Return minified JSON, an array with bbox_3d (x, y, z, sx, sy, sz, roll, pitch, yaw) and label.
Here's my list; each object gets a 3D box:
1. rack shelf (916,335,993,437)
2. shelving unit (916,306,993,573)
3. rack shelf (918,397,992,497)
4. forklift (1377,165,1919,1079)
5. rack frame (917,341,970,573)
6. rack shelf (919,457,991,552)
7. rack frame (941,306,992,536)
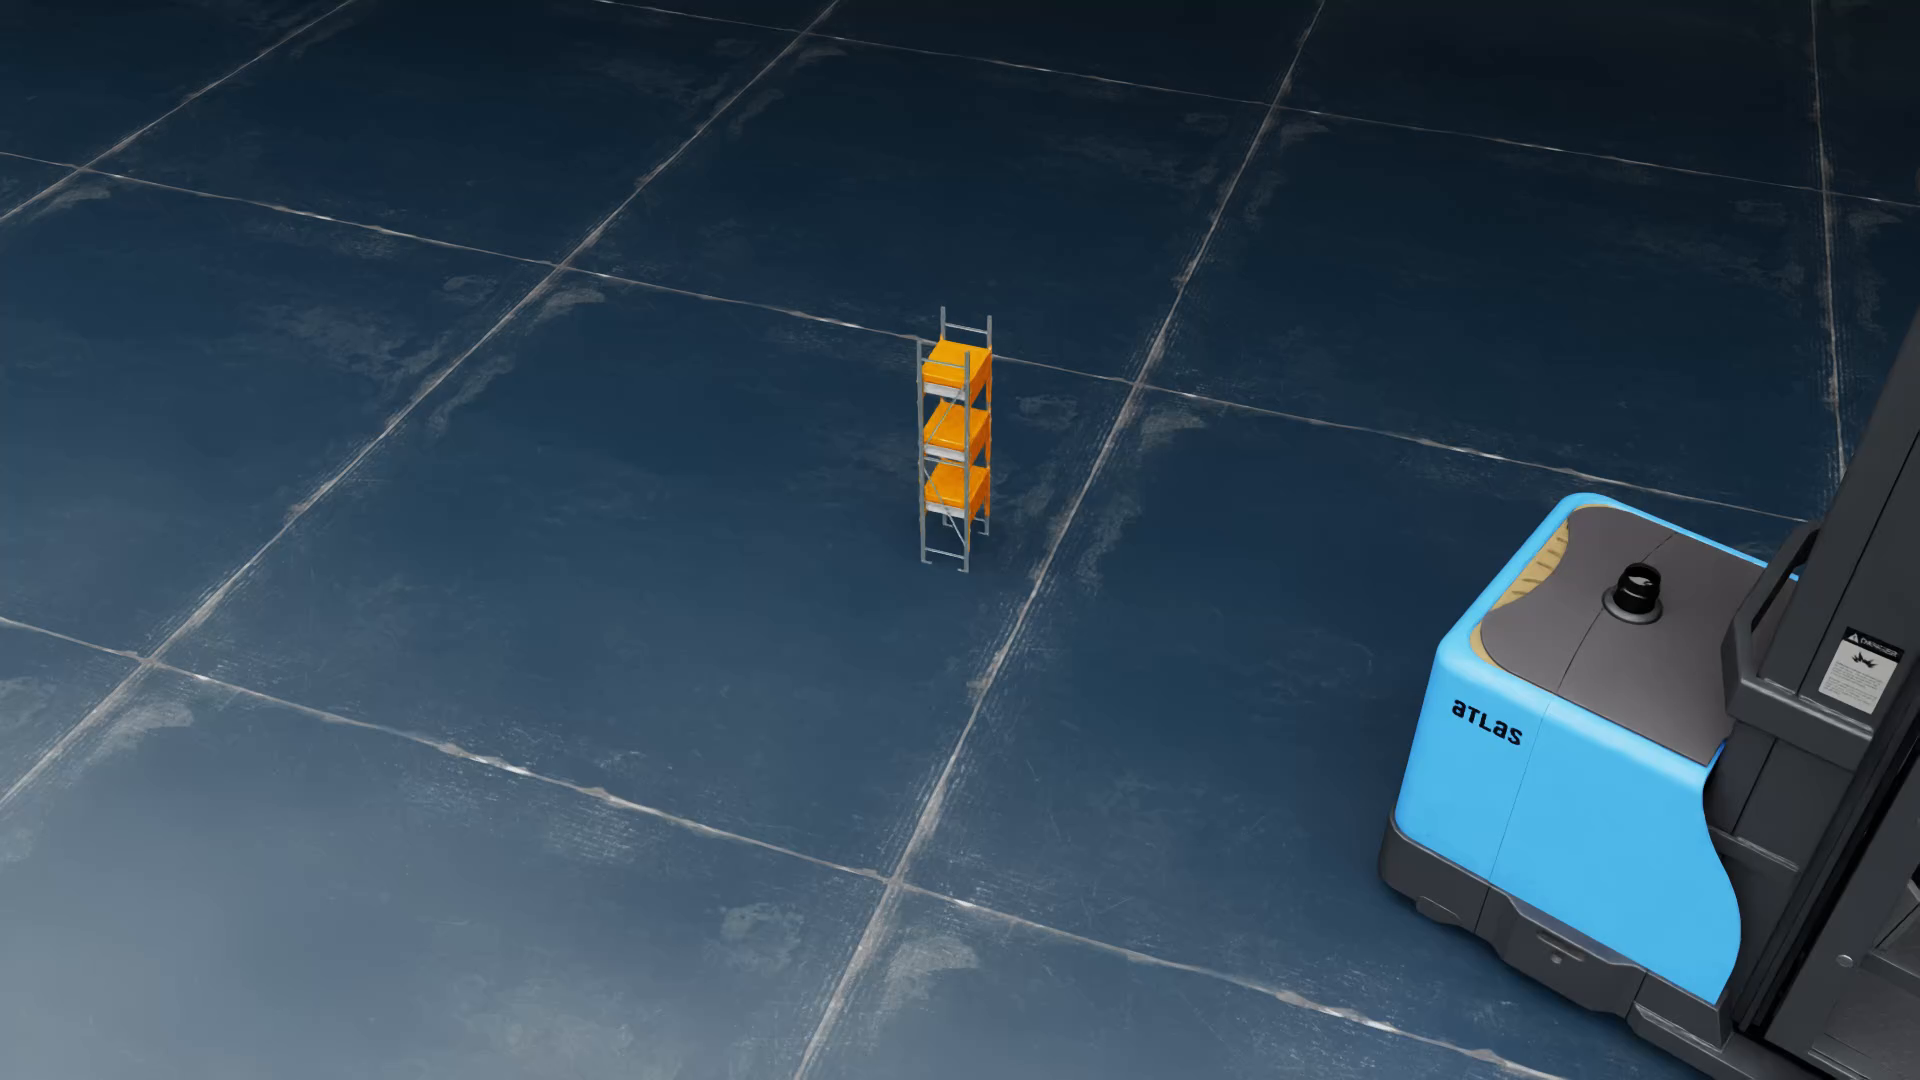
[{"bbox_3d":[-0.018,-0.575,6.194,0.215,0.259,0.240,13,42,15],"label":"rack shelf"},{"bbox_3d":[-0.018,-0.367,6.371,0.215,1.050,0.252,13,42,15],"label":"shelving unit"},{"bbox_3d":[-0.018,-0.359,6.378,0.215,0.259,0.240,13,42,15],"label":"rack shelf"},{"bbox_3d":[2.817,0.371,4.057,3.031,2.935,1.130,28,48,29],"label":"forklift"},{"bbox_3d":[-0.060,-0.292,6.284,0.200,1.050,0.008,13,42,15],"label":"rack frame"},{"bbox_3d":[-0.018,-0.147,6.558,0.215,0.259,0.240,13,42,15],"label":"rack shelf"},{"bbox_3d":[0.023,-0.441,6.458,0.200,1.050,0.008,13,42,15],"label":"rack frame"}]
